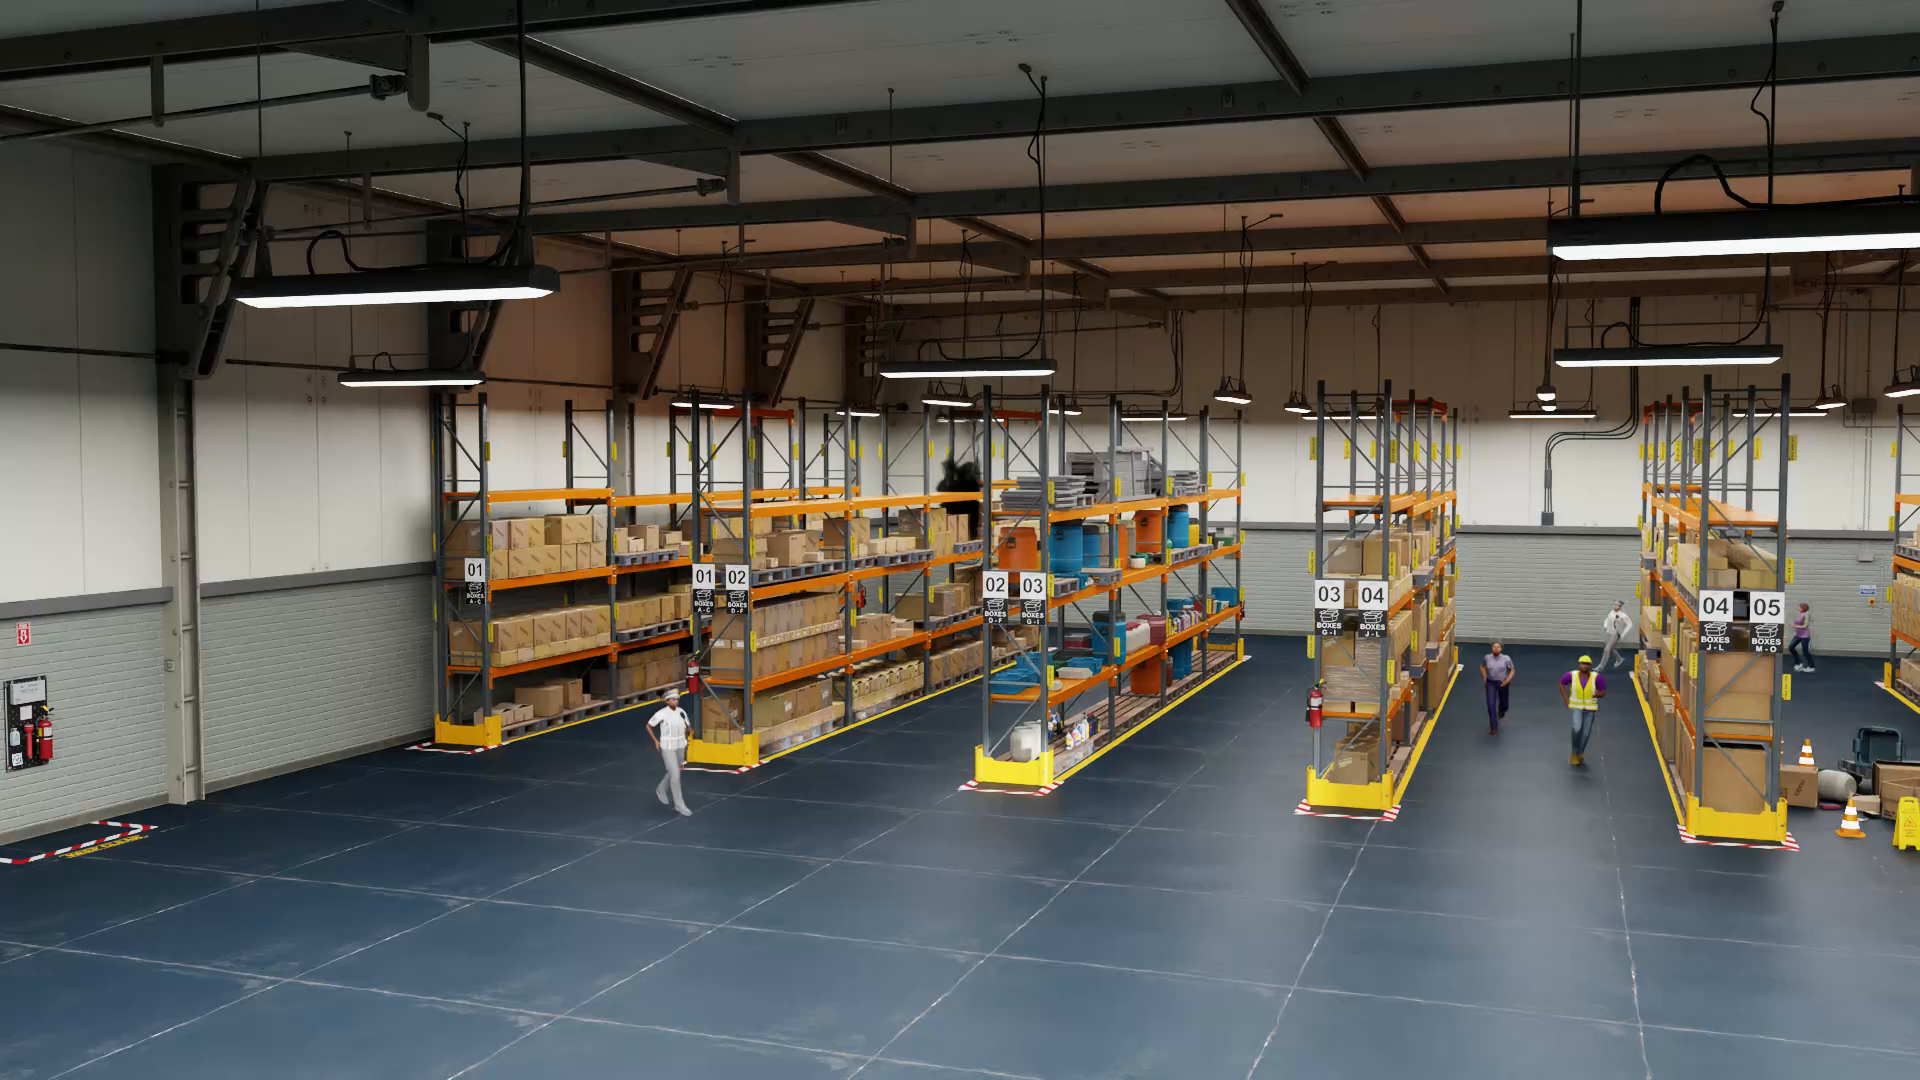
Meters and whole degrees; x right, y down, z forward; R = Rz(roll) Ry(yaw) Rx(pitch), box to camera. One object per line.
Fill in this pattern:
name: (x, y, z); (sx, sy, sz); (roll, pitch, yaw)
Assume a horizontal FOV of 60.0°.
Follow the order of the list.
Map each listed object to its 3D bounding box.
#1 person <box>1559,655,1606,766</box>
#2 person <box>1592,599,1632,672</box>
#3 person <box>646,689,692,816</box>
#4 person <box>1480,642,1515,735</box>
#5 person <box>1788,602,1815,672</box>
person: (9.959, 2.716, 26.573); (0.681, 1.767, 0.745); (1, 3, 12)
person: (14.823, 2.155, 37.657); (0.925, 1.659, 0.671); (-1, 3, -20)
person: (-3.992, 2.904, 23.072); (0.926, 1.700, 0.569); (3, 4, 42)
person: (9.631, 2.638, 29.808); (0.588, 1.638, 0.979); (1, 3, 15)
person: (19.017, 2.198, 37.580); (0.622, 1.595, 0.517); (0, 3, -3)
